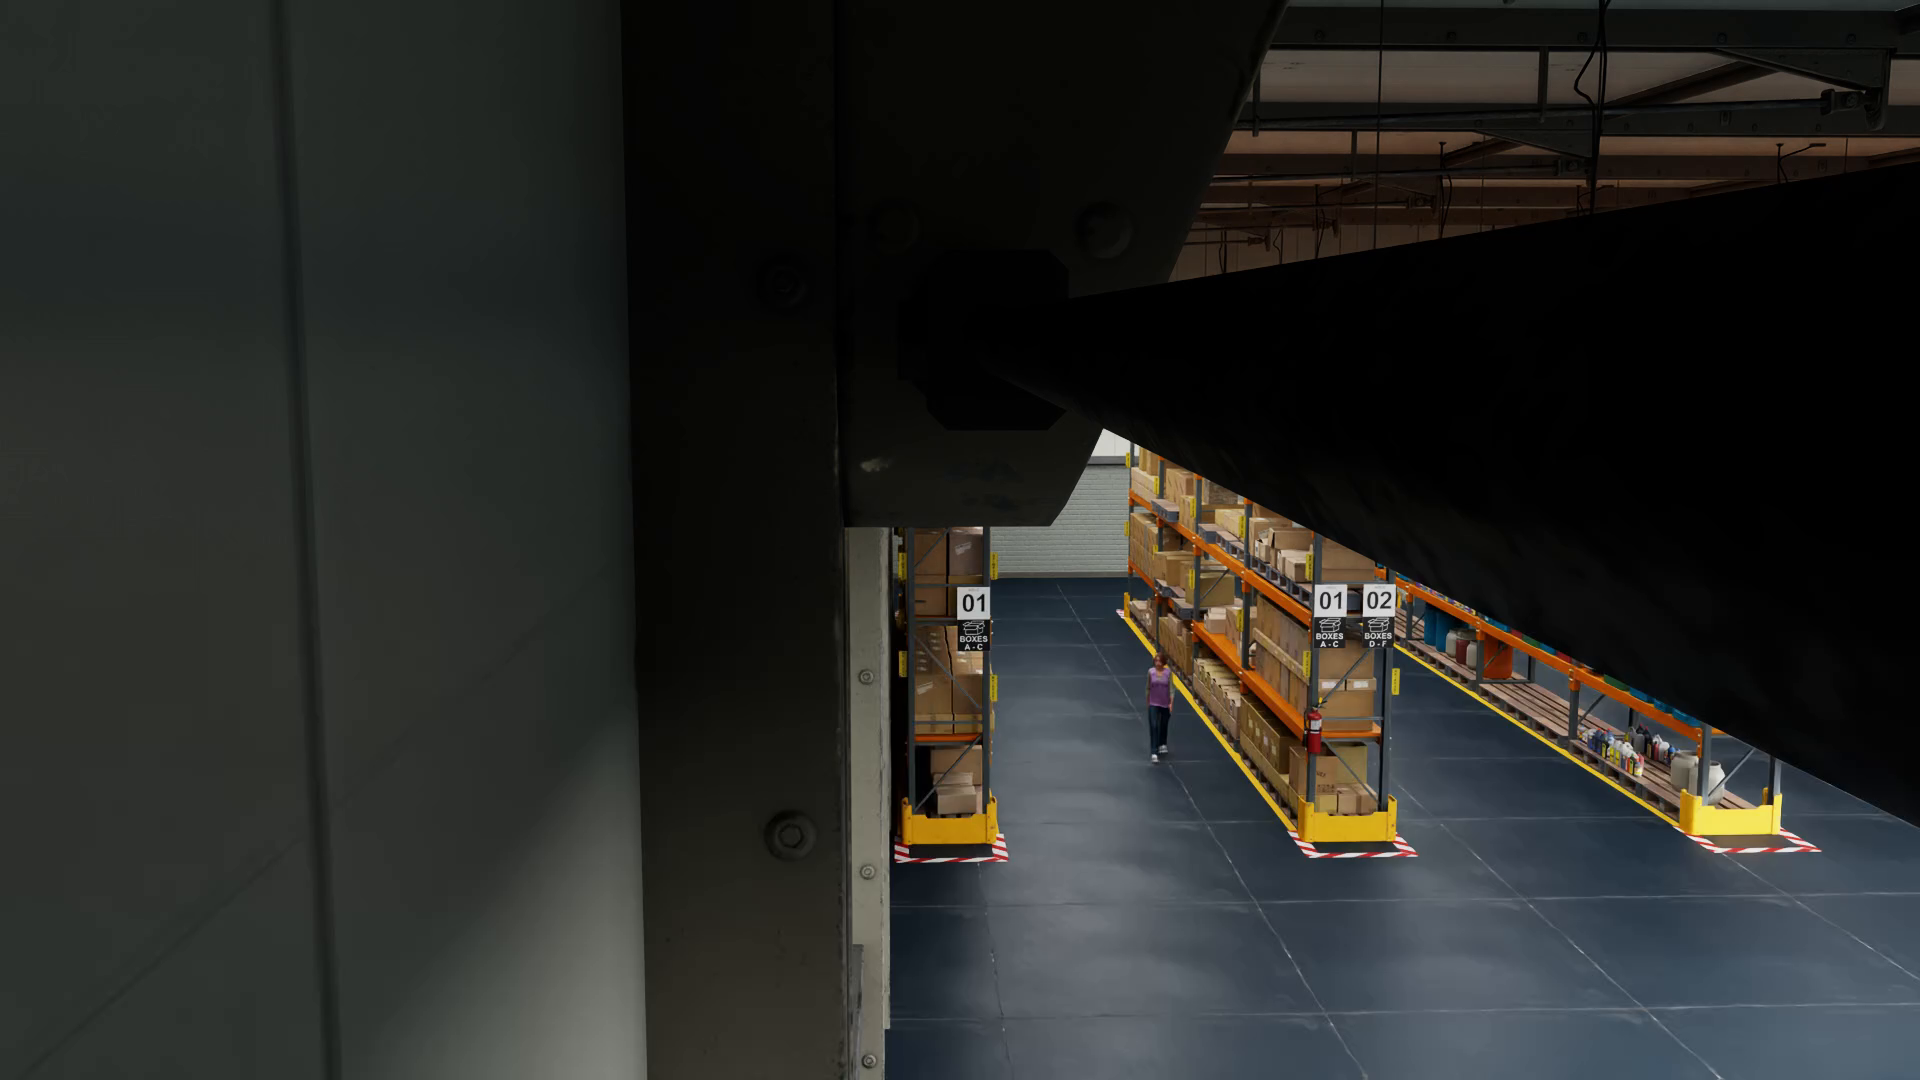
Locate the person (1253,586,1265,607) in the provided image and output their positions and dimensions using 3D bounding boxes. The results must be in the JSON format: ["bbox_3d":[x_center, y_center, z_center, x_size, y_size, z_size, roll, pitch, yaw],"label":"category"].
[{"bbox_3d":[6.609,0.742,36.790,0.466,1.792,0.631,-1,7,-9],"label":"person"}]

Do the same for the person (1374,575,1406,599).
[{"bbox_3d":[9.632,0.628,37.719,1.024,1.747,0.544,1,7,11],"label":"person"}]

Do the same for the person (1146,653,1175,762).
[{"bbox_3d":[2.936,2.425,24.383,0.431,1.545,0.916,1,7,7],"label":"person"}]
